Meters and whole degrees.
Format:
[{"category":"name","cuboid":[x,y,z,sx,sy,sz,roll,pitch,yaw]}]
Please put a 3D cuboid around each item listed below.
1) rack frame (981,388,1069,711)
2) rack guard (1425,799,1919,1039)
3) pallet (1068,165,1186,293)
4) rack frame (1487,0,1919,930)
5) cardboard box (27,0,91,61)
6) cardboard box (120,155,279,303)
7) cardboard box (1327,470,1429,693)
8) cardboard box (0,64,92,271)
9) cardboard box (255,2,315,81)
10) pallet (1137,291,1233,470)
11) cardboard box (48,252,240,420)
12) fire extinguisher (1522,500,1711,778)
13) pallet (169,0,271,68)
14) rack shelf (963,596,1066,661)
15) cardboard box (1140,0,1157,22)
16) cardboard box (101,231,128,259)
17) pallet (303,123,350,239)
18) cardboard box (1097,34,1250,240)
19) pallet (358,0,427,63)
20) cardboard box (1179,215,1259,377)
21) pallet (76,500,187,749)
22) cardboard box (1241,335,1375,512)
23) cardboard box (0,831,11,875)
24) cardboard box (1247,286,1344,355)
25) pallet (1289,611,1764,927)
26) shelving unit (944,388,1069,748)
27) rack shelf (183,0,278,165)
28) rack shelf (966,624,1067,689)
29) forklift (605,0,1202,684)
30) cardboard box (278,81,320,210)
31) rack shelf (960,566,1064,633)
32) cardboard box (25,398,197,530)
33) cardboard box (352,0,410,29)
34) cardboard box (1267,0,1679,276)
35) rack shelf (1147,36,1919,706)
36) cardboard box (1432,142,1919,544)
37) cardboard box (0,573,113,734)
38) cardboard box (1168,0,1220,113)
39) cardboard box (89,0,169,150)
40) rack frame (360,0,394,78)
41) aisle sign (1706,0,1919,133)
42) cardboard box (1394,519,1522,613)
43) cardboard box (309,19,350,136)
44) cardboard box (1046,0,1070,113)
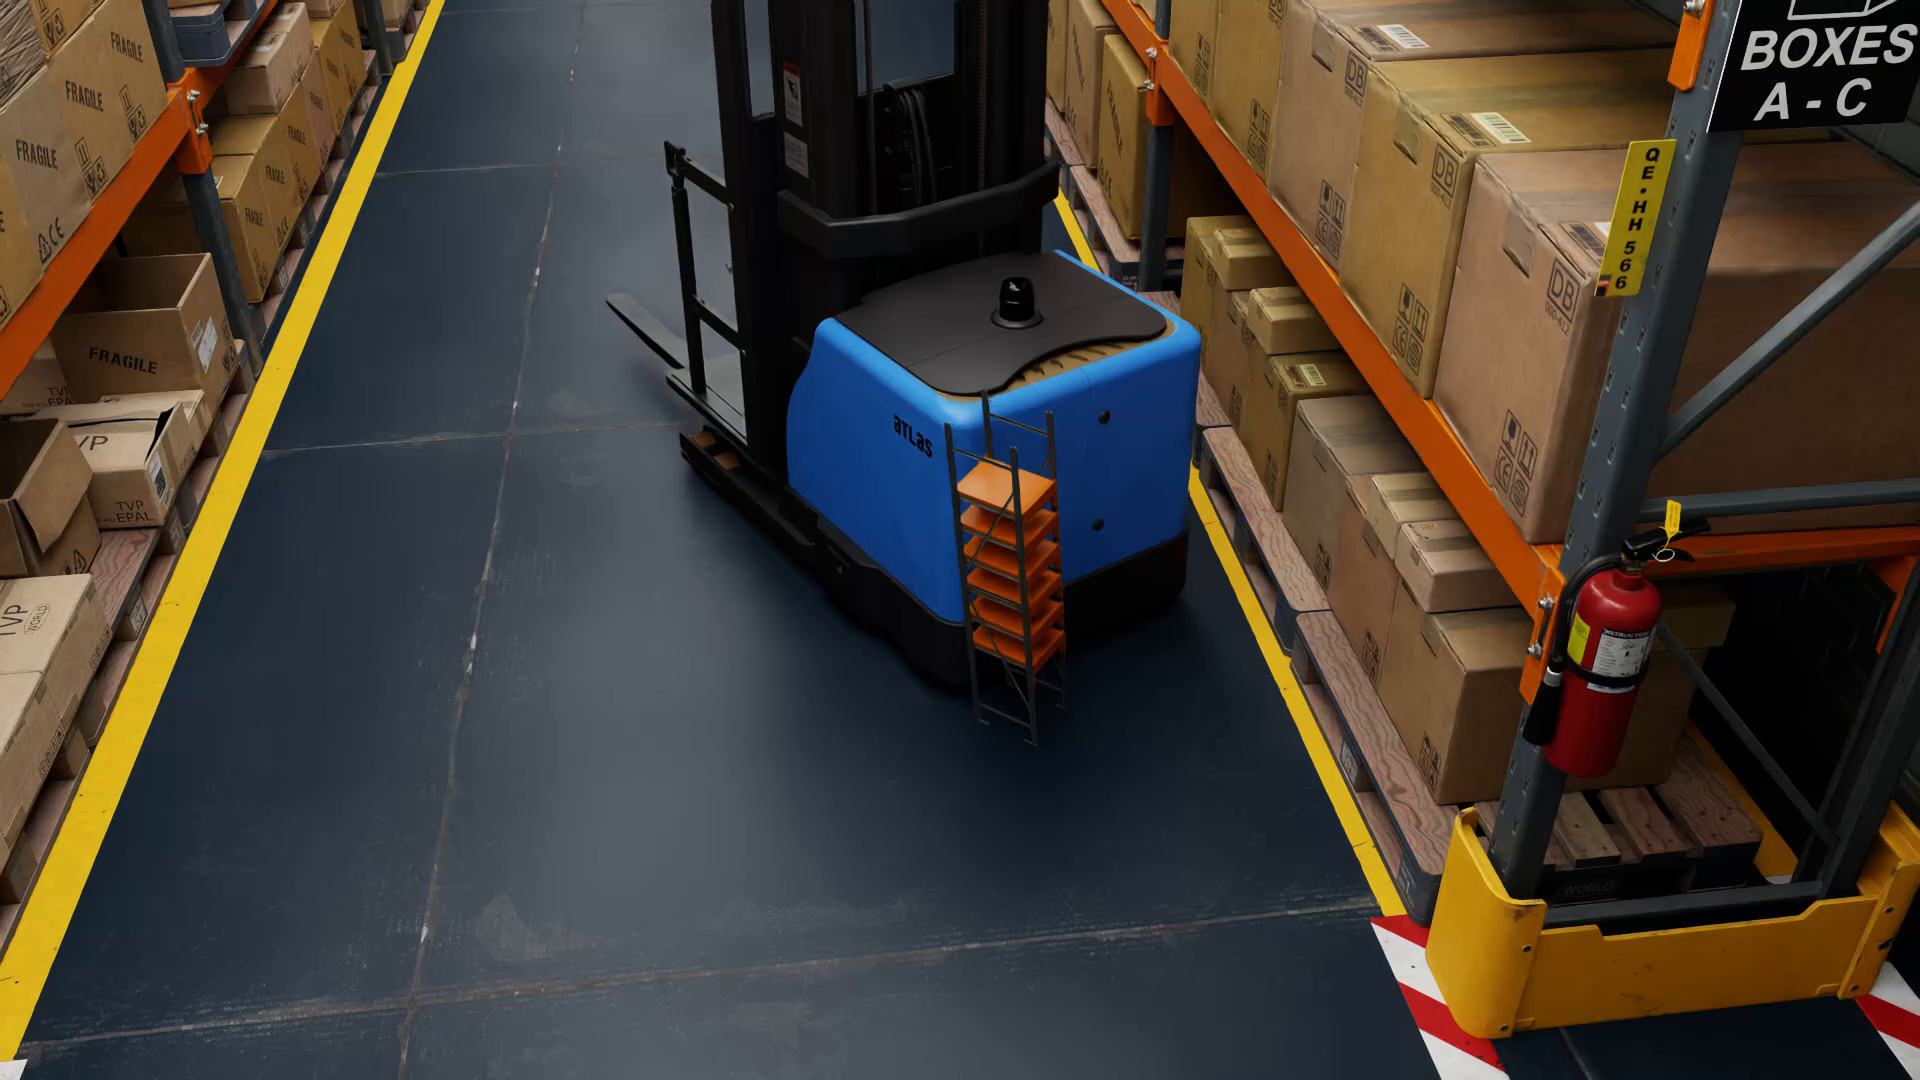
[{"category":"rack frame","cuboid":[0.207,0.062,5.057,0.240,1.200,0.006,22,48,28]},{"category":"rack guard","cuboid":[1.873,0.961,4.396,1.175,0.500,0.348,-4,35,-6]},{"category":"pallet","cuboid":[1.153,-1.590,8.396,1.003,0.211,1.213,-4,35,-6]},{"category":"rack frame","cuboid":[1.869,-0.086,3.712,1.000,3.000,0.127,-4,35,-6]},{"category":"cardboard box","cuboid":[-3.181,-1.847,5.320,0.500,0.500,0.500,-5,35,-7]},{"category":"cardboard box","cuboid":[-3.400,-1.378,7.437,0.500,0.500,0.500,-6,35,-9]},{"category":"cardboard box","cuboid":[1.609,0.111,5.270,0.700,0.500,0.500,-4,35,-7]},{"category":"cardboard box","cuboid":[-3.113,-1.148,5.183,0.500,0.500,0.500,-4,34,-5]},{"category":"cardboard box","cuboid":[-3.603,-2.526,8.456,0.500,0.250,0.500,-5,35,-7]},{"category":"pallet","cuboid":[1.356,-0.735,7.142,1.003,0.211,1.213,-4,35,-6]},{"category":"cardboard box","cuboid":[-3.219,-0.793,6.579,0.500,0.500,0.500,-4,35,-6]},{"category":"fire extinguisher","cuboid":[1.432,0.219,3.664,0.296,0.674,0.183,-4,35,-6]},{"category":"pallet","cuboid":[-3.576,-2.315,7.155,1.003,0.211,1.213,-4,35,-6]},{"category":"rack shelf","cuboid":[0.168,0.238,5.110,0.258,0.103,0.180,22,48,28]},{"category":"cardboard box","cuboid":[1.005,-2.390,7.298,0.380,0.149,0.250,-4,34,-6]},{"category":"cardboard box","cuboid":[-3.927,-1.343,7.386,0.500,0.500,0.500,-5,35,-7]},{"category":"pallet","cuboid":[-3.891,-1.922,8.882,1.003,0.211,1.213,-4,35,-6]},{"category":"cardboard box","cuboid":[1.115,-1.956,7.993,0.750,0.750,0.750,-4,34,-6]},{"category":"pallet","cuboid":[-4.187,-3.483,11.173,1.003,0.211,1.213,-4,35,-6]},{"category":"cardboard box","cuboid":[1.330,-1.033,6.950,0.700,0.500,0.500,-4,34,-6]},{"category":"pallet","cuboid":[-3.318,0.277,5.656,1.003,0.211,1.213,-4,35,-6]},{"category":"cardboard box","cuboid":[1.461,-0.466,6.117,0.700,0.500,0.500,-4,34,-5]},{"category":"cardboard box","cuboid":[-2.788,0.881,4.418,0.380,0.166,0.250,-4,35,-6]},{"category":"cardboard box","cuboid":[1.266,-0.805,6.039,0.380,0.149,0.250,-5,35,-8]},{"category":"pallet","cuboid":[1.684,0.626,5.144,1.003,0.211,1.213,-4,35,-6]},{"category":"shelving unit","cuboid":[0.154,0.114,5.003,0.258,1.200,0.189,22,48,28]},{"category":"rack shelf","cuboid":[-3.846,-2.759,8.274,1.077,0.370,4.000,-4,35,-6]},{"category":"rack shelf","cuboid":[0.177,0.329,5.188,0.258,0.103,0.180,22,48,28]},{"category":"forklift","cuboid":[-0.455,-1.527,5.887,1.130,2.935,3.031,-21,40,-28]},{"category":"cardboard box","cuboid":[-3.543,-1.954,8.283,0.500,0.500,0.500,-4,34,-6]},{"category":"rack shelf","cuboid":[0.158,0.148,5.032,0.258,0.103,0.180,22,48,28]},{"category":"cardboard box","cuboid":[-3.118,-0.296,6.018,0.500,0.311,0.500,-4,35,-6]},{"category":"cardboard box","cuboid":[-3.894,-3.525,10.827,0.500,0.250,0.500,-4,35,-7]},{"category":"cardboard box","cuboid":[1.588,-1.325,5.264,0.980,0.700,0.700,-6,35,-9]},{"category":"rack shelf","cuboid":[1.600,-0.905,5.552,1.077,0.370,4.000,-4,35,-6]},{"category":"cardboard box","cuboid":[1.791,-0.494,4.044,0.980,0.700,0.700,-3,34,-4]},{"category":"cardboard box","cuboid":[-2.965,0.363,5.105,0.500,0.250,0.500,-4,35,-6]},{"category":"cardboard box","cuboid":[1.388,-2.138,6.457,0.980,0.700,0.700,-4,34,-6]},{"category":"cardboard box","cuboid":[-3.255,-1.722,6.025,0.500,0.500,0.500,-4,34,-6]},{"category":"rack frame","cuboid":[-4.115,-4.173,9.709,1.000,3.000,0.127,-4,35,-6]},{"category":"aisle sign","cuboid":[1.582,-1.097,2.888,0.394,0.787,0.004,-4,35,-6]},{"category":"cardboard box","cuboid":[1.478,0.065,4.762,0.380,0.149,0.250,-5,35,-7]},{"category":"cardboard box","cuboid":[-3.687,-2.529,9.126,0.500,0.500,0.500,-6,35,-8]},{"category":"cardboard box","cuboid":[0.874,-2.926,9.415,0.750,0.750,0.750,-5,35,-7]}]
